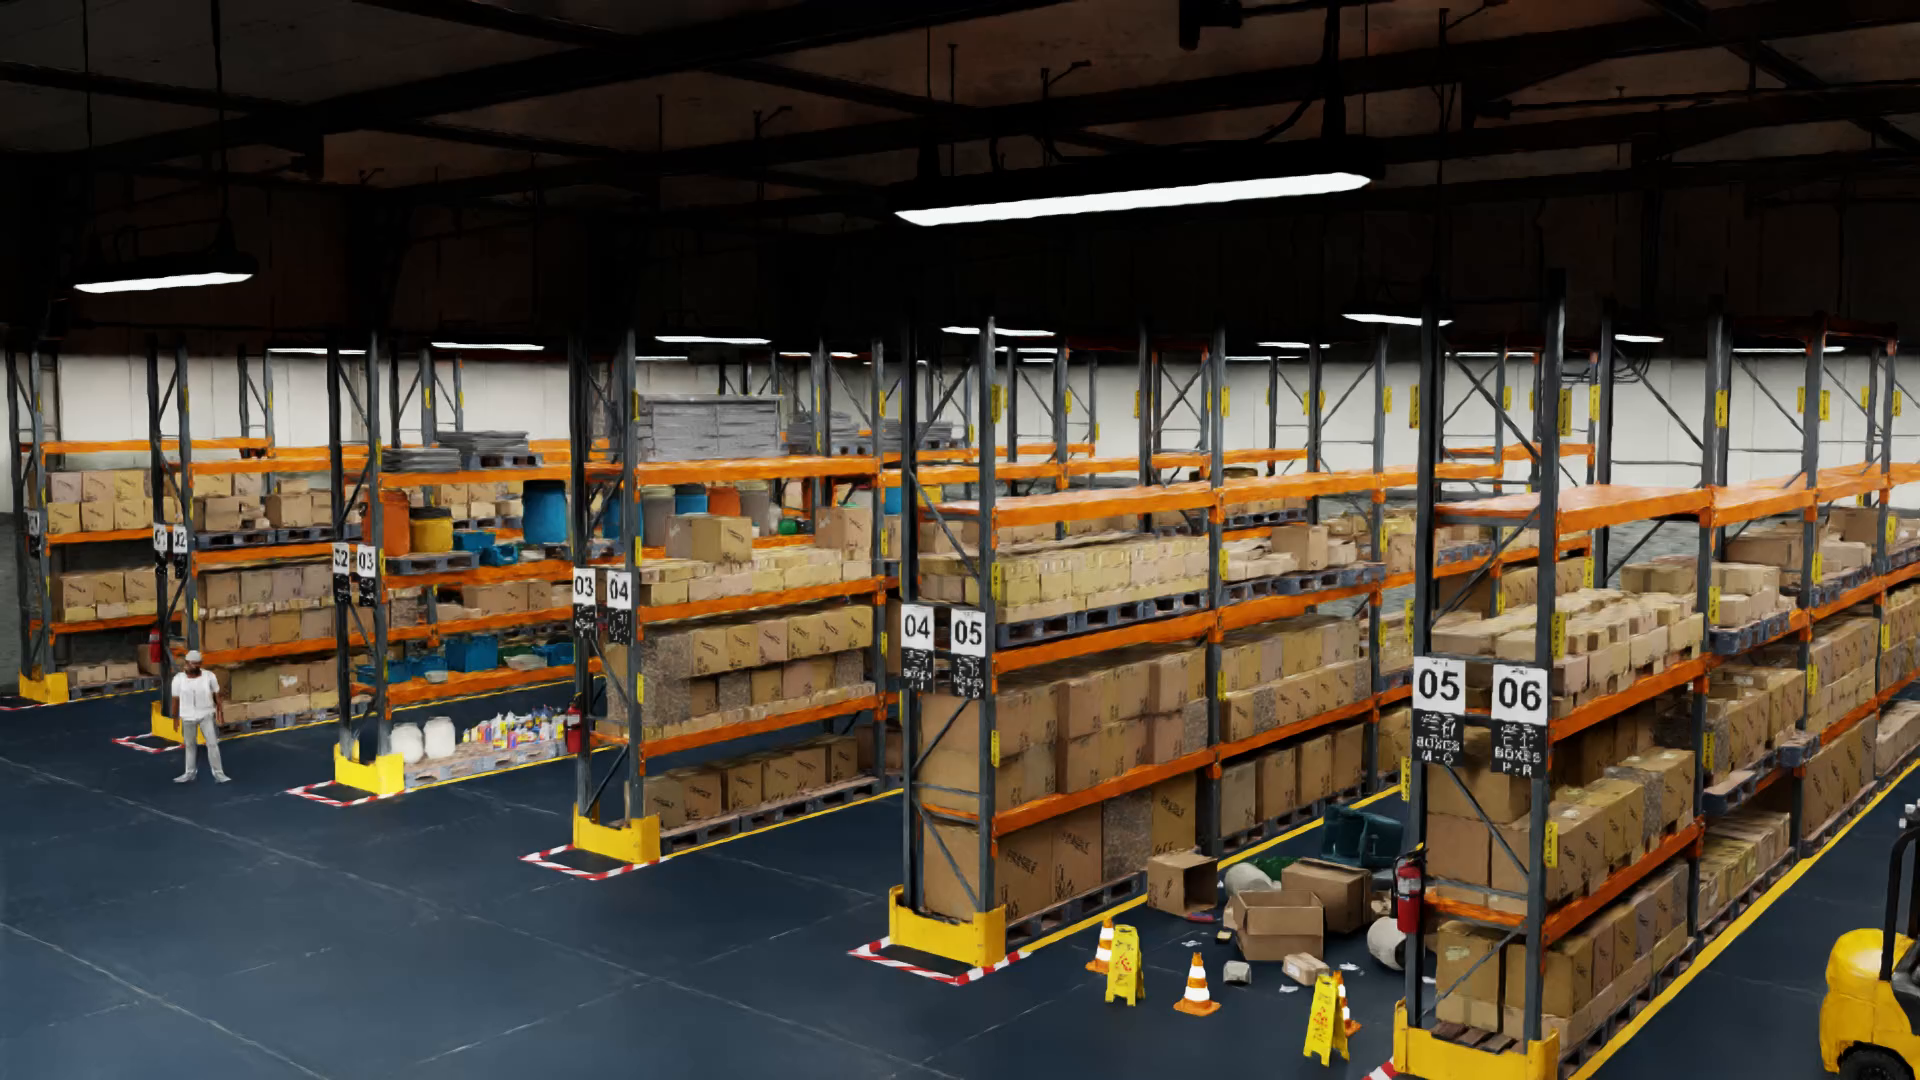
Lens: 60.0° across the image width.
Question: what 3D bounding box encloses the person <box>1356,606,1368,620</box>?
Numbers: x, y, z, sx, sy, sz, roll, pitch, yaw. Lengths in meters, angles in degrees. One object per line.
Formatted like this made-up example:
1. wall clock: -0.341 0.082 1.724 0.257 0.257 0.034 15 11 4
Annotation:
1. person: 6.829 1.860 28.141 0.416 1.512 1.040 4 6 37

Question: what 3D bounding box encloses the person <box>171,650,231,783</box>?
1. person: -9.977 2.290 21.834 0.718 1.716 0.525 -2 5 -18
